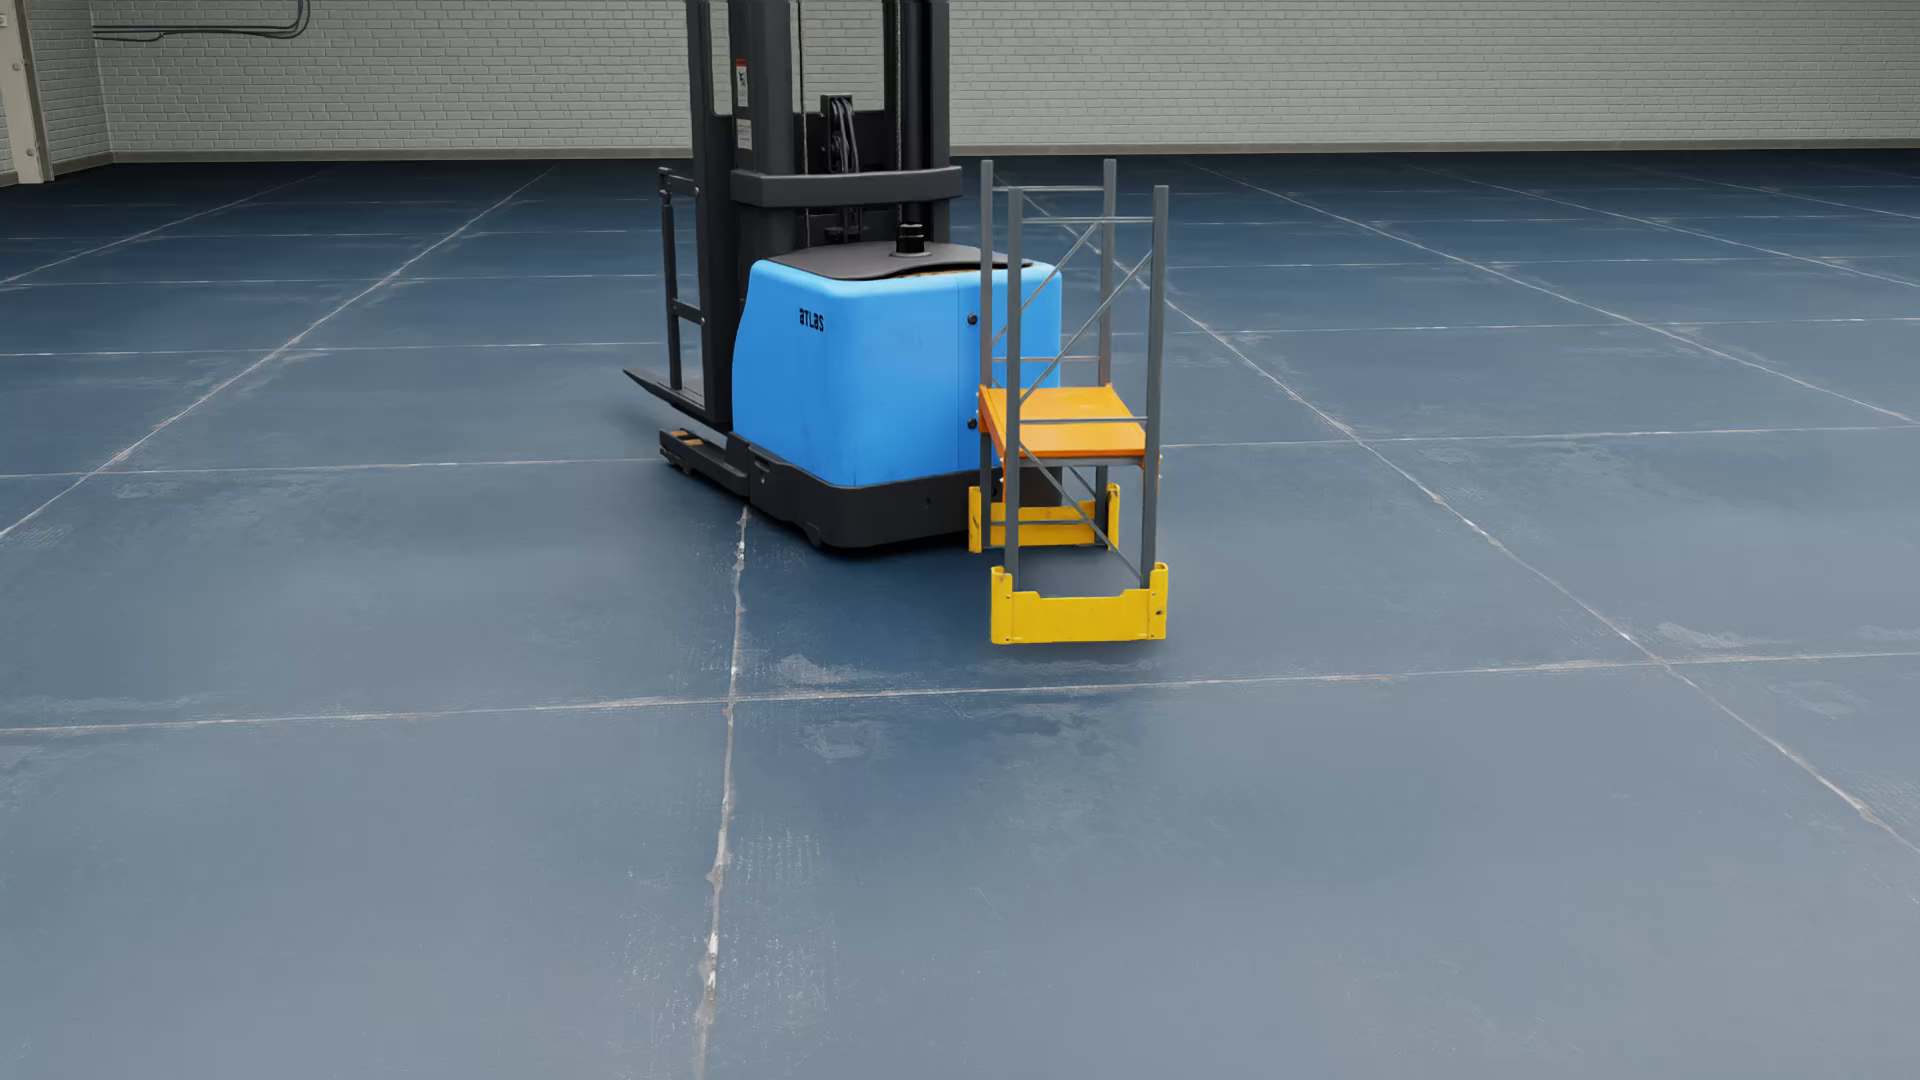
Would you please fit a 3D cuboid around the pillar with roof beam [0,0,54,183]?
[{"bbox_3d":[-7.541,-9.008,20.346,9.100,9.000,0.400,-2,18,-6],"label":"pillar with roof beam"}]

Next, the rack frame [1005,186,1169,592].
[{"bbox_3d":[0.399,-0.383,5.392,0.500,1.500,0.032,-1,17,-4],"label":"rack frame"}]

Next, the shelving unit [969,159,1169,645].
[{"bbox_3d":[0.364,-0.532,5.867,0.587,1.500,1.083,-1,17,-4],"label":"shelving unit"}]

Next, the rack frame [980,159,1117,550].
[{"bbox_3d":[0.328,-0.686,6.359,0.500,1.500,0.032,-1,17,-4],"label":"rack frame"}]

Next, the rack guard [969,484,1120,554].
[{"bbox_3d":[0.329,-0.084,6.528,0.587,0.250,0.087,-1,17,-4],"label":"rack guard"}]

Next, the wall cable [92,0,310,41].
[{"bbox_3d":[-10.812,-8.312,23.313,3.097,2.526,0.112,-2,18,-6],"label":"wall cable"}]

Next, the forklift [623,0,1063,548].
[{"bbox_3d":[-0.751,-1.757,7.382,1.130,2.935,3.031,-10,20,-28],"label":"forklift"}]

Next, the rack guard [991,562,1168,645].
[{"bbox_3d":[0.399,0.213,5.580,0.587,0.250,0.087,-1,17,-4],"label":"rack guard"}]

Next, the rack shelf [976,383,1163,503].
[{"bbox_3d":[0.364,-0.363,5.929,0.538,0.185,1.000,-1,17,-4],"label":"rack shelf"}]
